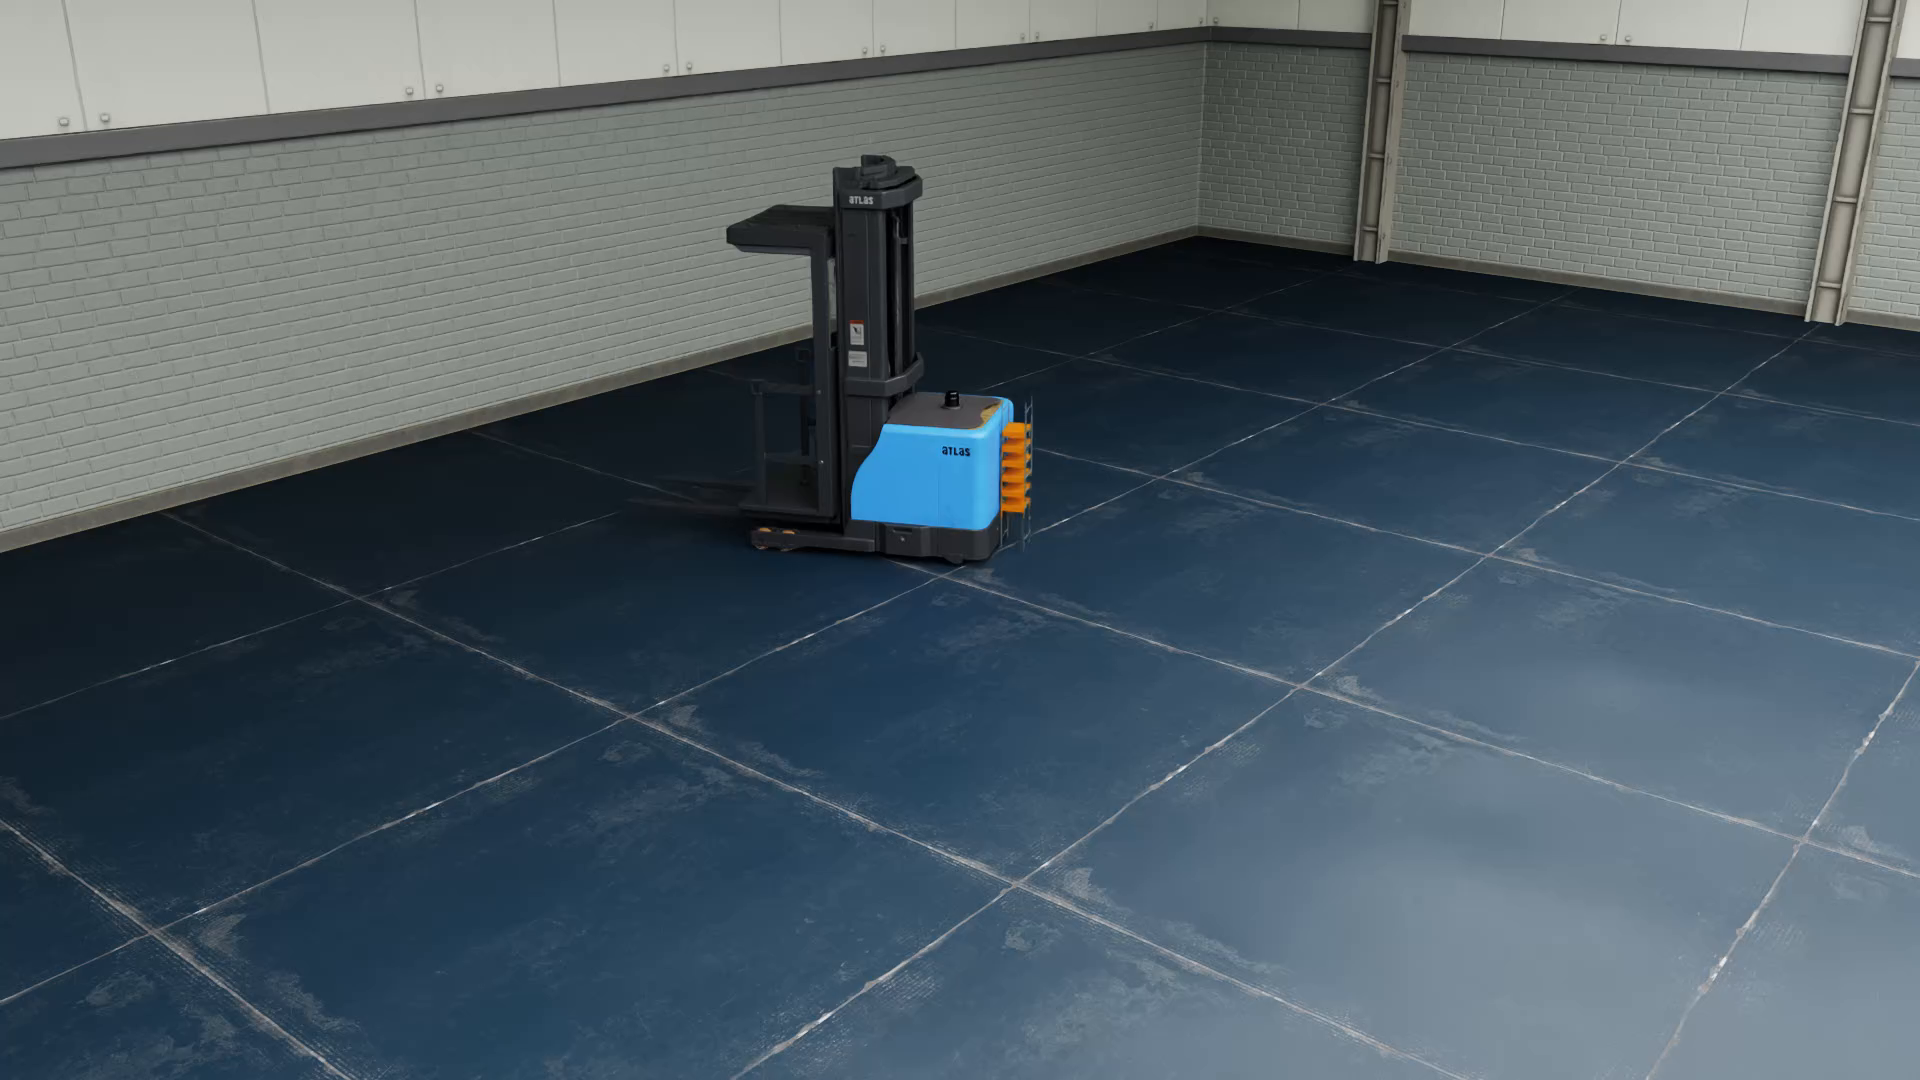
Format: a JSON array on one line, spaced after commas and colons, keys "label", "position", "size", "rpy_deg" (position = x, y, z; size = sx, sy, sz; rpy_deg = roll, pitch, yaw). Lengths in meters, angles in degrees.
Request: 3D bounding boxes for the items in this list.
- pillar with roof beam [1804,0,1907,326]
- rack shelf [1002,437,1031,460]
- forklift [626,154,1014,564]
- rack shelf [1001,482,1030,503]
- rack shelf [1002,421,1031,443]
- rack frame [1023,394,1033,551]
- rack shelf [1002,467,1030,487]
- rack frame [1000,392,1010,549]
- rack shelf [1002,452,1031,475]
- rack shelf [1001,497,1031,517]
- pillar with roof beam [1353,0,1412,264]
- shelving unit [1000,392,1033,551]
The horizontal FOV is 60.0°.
[{"label": "pillar with roof beam", "position": [7.798, -5.696, 15.518], "size": [0.400, 9.000, 9.100], "rpy_deg": [16, 26, 36]}, {"label": "rack shelf", "position": [0.438, -0.708, 12.792], "size": [0.180, 0.103, 0.258], "rpy_deg": [5, 21, 13]}, {"label": "forklift", "position": [-1.141, -1.454, 12.870], "size": [3.031, 2.935, 1.130], "rpy_deg": [5, 21, 13]}, {"label": "rack shelf", "position": [0.438, -0.372, 12.919], "size": [0.180, 0.103, 0.258], "rpy_deg": [5, 21, 13]}, {"label": "rack shelf", "position": [0.438, -0.821, 12.750], "size": [0.180, 0.103, 0.258], "rpy_deg": [5, 21, 13]}, {"label": "rack frame", "position": [0.526, -0.517, 12.840], "size": [0.006, 1.200, 0.240], "rpy_deg": [5, 21, 13]}, {"label": "rack shelf", "position": [0.438, -0.484, 12.877], "size": [0.180, 0.103, 0.258], "rpy_deg": [5, 21, 13]}, {"label": "rack frame", "position": [0.349, -0.533, 12.882], "size": [0.006, 1.200, 0.240], "rpy_deg": [5, 21, 13]}, {"label": "rack shelf", "position": [0.438, -0.596, 12.834], "size": [0.180, 0.103, 0.258], "rpy_deg": [5, 21, 13]}, {"label": "rack shelf", "position": [0.438, -0.259, 12.961], "size": [0.180, 0.103, 0.258], "rpy_deg": [5, 21, 13]}, {"label": "pillar with roof beam", "position": [3.149, -7.034, 19.068], "size": [0.400, 9.000, 9.100], "rpy_deg": [16, 26, 36]}, {"label": "shelving unit", "position": [0.438, -0.525, 12.861], "size": [0.189, 1.200, 0.258], "rpy_deg": [5, 21, 13]}]
